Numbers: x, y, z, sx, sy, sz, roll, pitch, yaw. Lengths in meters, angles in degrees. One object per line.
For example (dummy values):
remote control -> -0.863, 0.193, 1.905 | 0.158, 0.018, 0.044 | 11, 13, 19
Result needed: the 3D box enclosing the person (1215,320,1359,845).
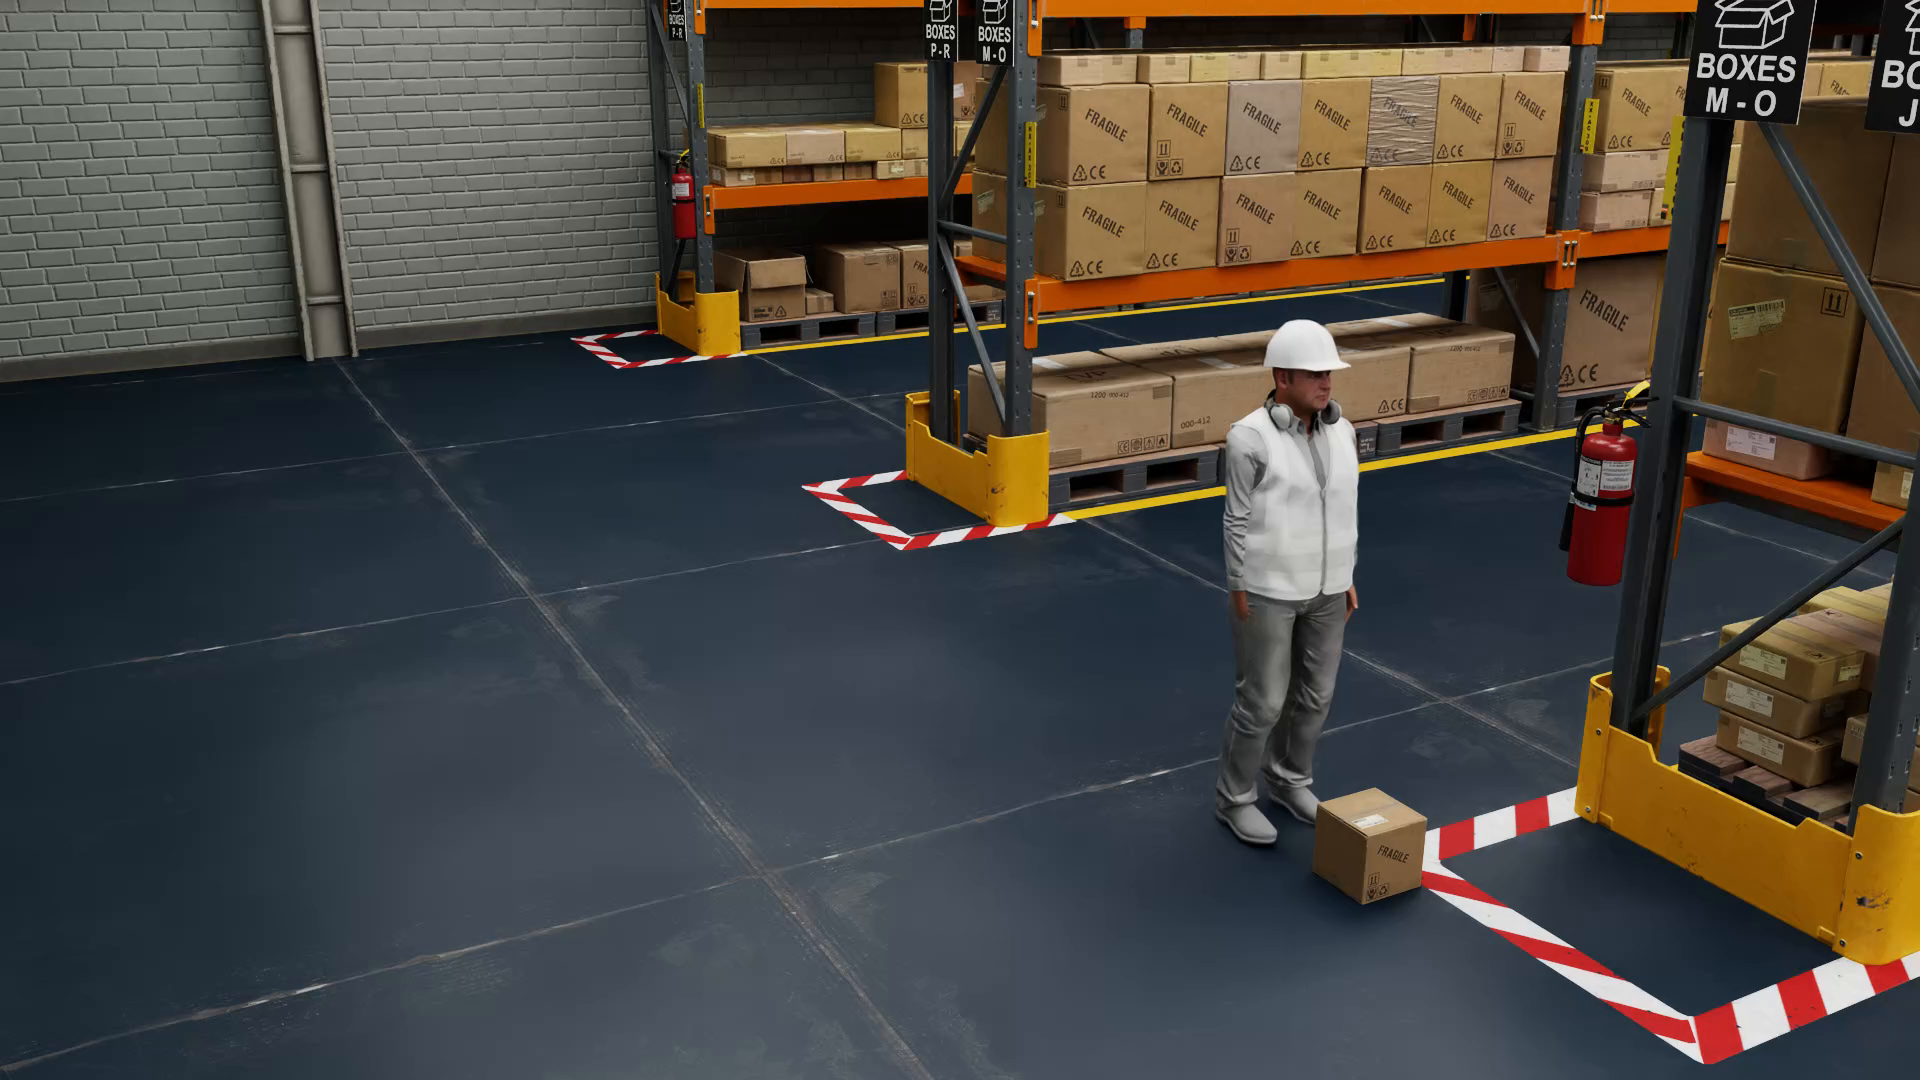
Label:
person -> 1.121, 0.147, 5.592 | 0.531, 1.772, 0.359 | -9, 20, -25
